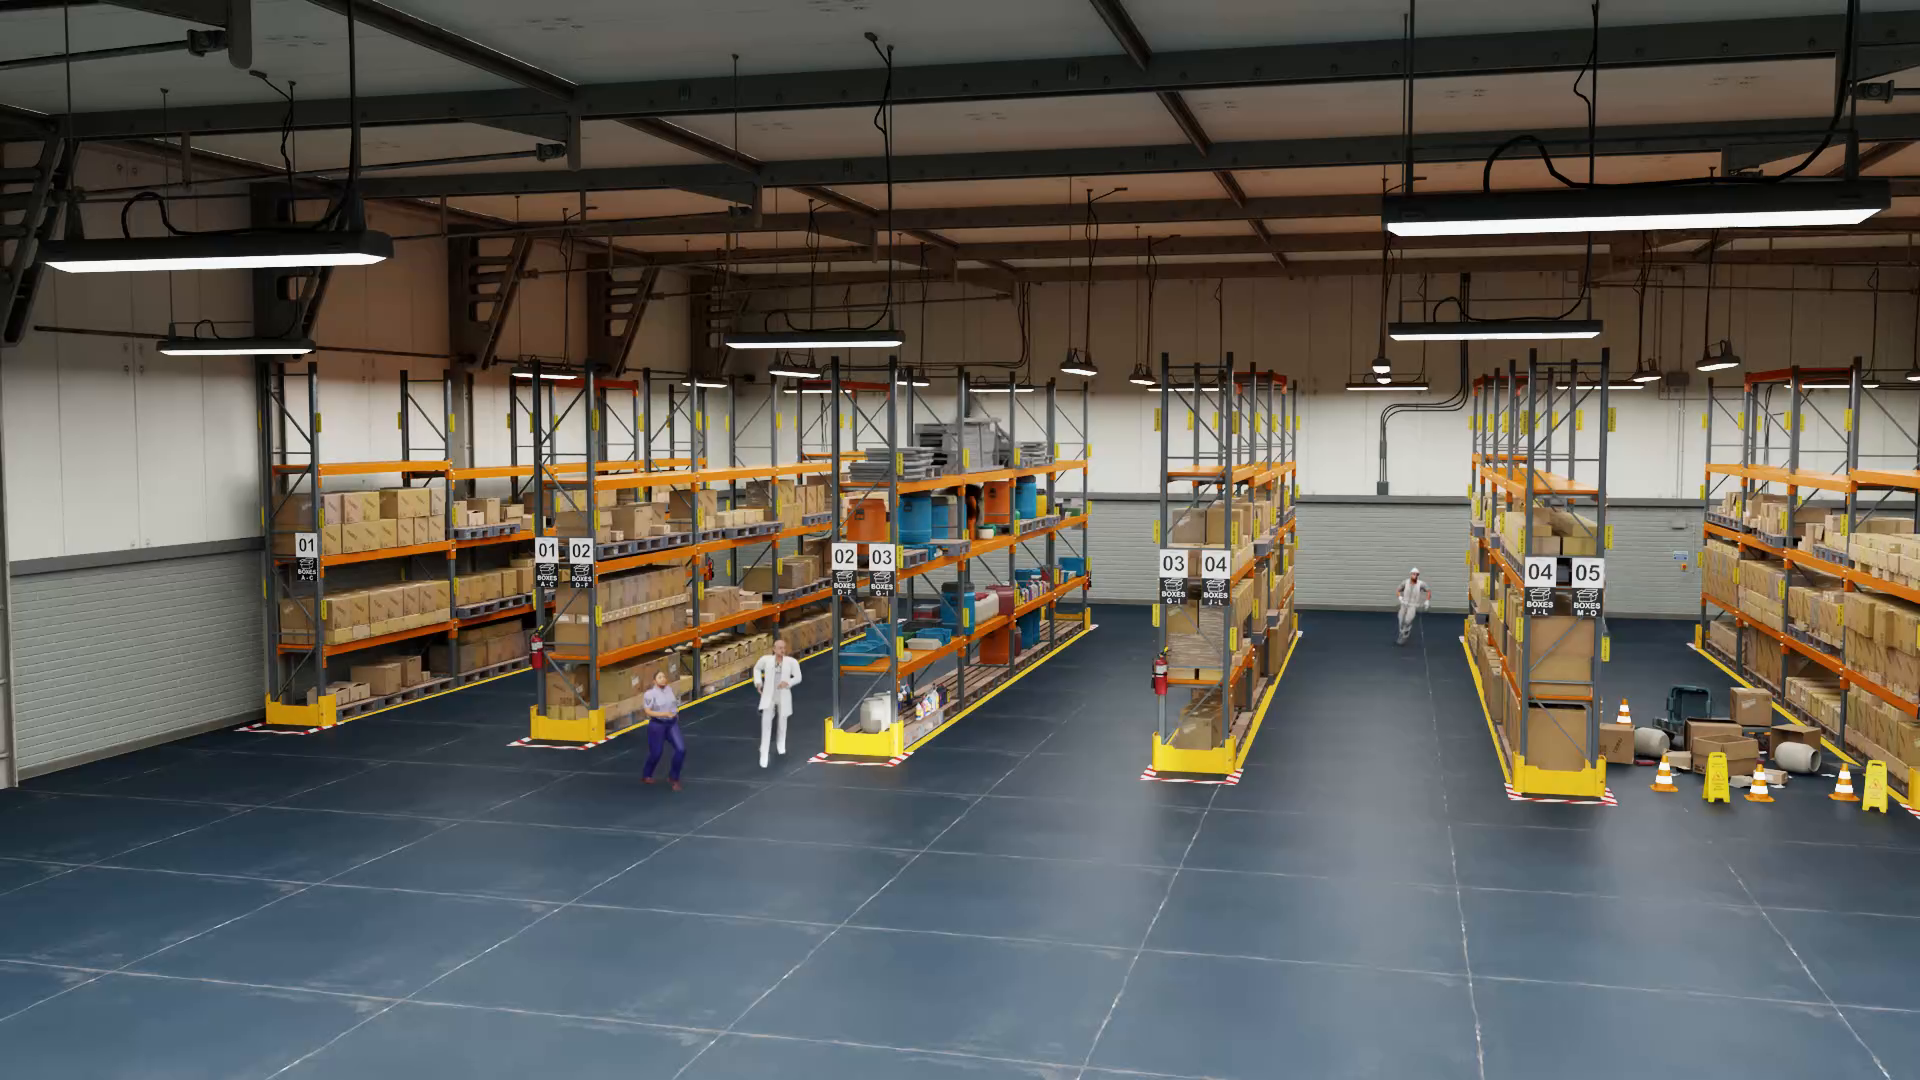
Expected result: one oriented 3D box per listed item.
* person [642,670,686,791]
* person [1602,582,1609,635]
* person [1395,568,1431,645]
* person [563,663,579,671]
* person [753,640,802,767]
[{"bbox_3d":[-4.069,2.608,22.763,0.608,1.683,0.731,-4,5,-42],"label":"person"},{"bbox_3d":[14.698,1.393,38.740,0.817,1.844,0.650,2,4,21],"label":"person"},{"bbox_3d":[10.181,1.503,37.514,0.767,1.748,0.662,2,5,30],"label":"person"},{"bbox_3d":[-6.865,2.101,29.575,0.614,1.650,0.552,0,4,5],"label":"person"},{"bbox_3d":[-2.696,2.382,24.681,0.706,1.806,0.995,-1,4,-9],"label":"person"}]
